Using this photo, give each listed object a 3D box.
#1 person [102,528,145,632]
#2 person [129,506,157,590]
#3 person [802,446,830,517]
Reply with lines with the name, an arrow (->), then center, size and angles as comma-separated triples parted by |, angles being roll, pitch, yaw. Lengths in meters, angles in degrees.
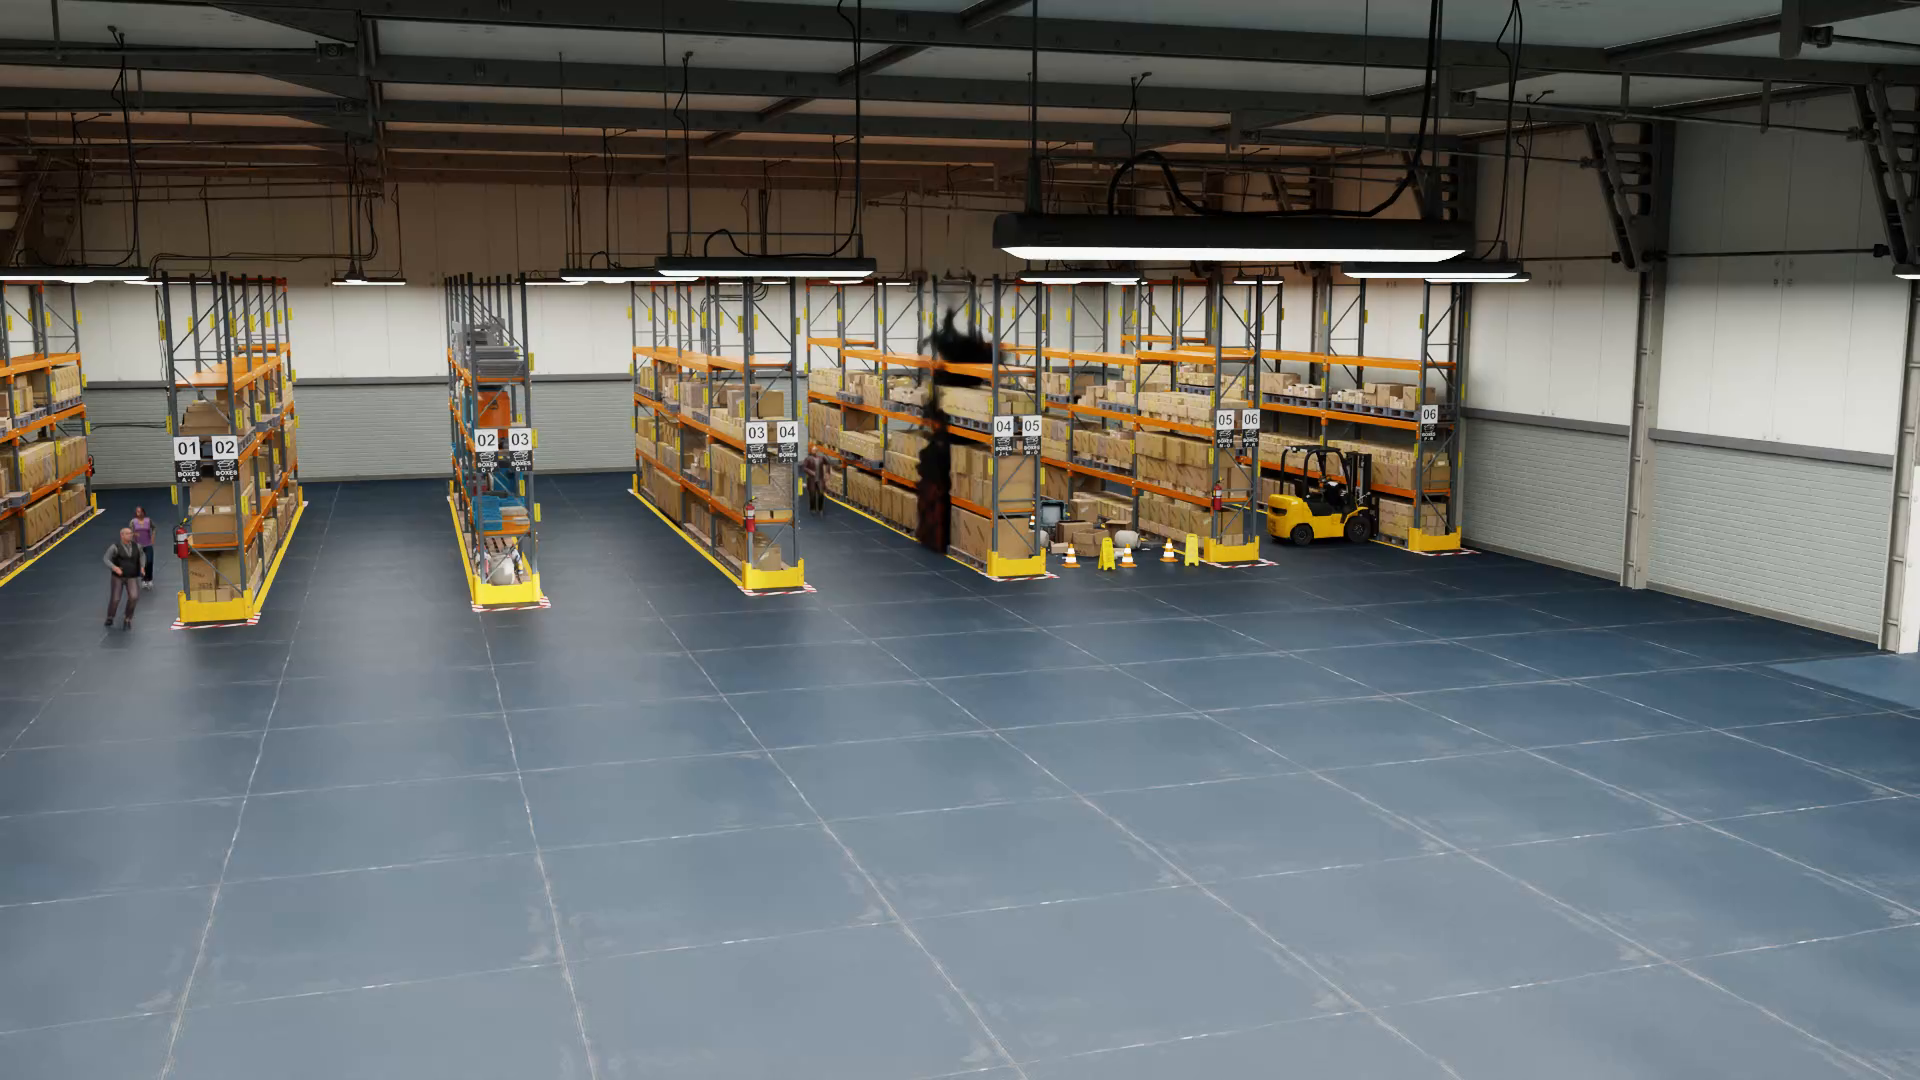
person -> -14.121, 0.664, 28.167 | 0.727, 1.742, 0.695 | -7, 11, -39
person -> -15.604, 0.155, 31.781 | 0.517, 1.608, 0.639 | -4, 10, -26
person -> -3.617, -1.446, 41.947 | 0.740, 1.817, 0.779 | -2, 9, -14
